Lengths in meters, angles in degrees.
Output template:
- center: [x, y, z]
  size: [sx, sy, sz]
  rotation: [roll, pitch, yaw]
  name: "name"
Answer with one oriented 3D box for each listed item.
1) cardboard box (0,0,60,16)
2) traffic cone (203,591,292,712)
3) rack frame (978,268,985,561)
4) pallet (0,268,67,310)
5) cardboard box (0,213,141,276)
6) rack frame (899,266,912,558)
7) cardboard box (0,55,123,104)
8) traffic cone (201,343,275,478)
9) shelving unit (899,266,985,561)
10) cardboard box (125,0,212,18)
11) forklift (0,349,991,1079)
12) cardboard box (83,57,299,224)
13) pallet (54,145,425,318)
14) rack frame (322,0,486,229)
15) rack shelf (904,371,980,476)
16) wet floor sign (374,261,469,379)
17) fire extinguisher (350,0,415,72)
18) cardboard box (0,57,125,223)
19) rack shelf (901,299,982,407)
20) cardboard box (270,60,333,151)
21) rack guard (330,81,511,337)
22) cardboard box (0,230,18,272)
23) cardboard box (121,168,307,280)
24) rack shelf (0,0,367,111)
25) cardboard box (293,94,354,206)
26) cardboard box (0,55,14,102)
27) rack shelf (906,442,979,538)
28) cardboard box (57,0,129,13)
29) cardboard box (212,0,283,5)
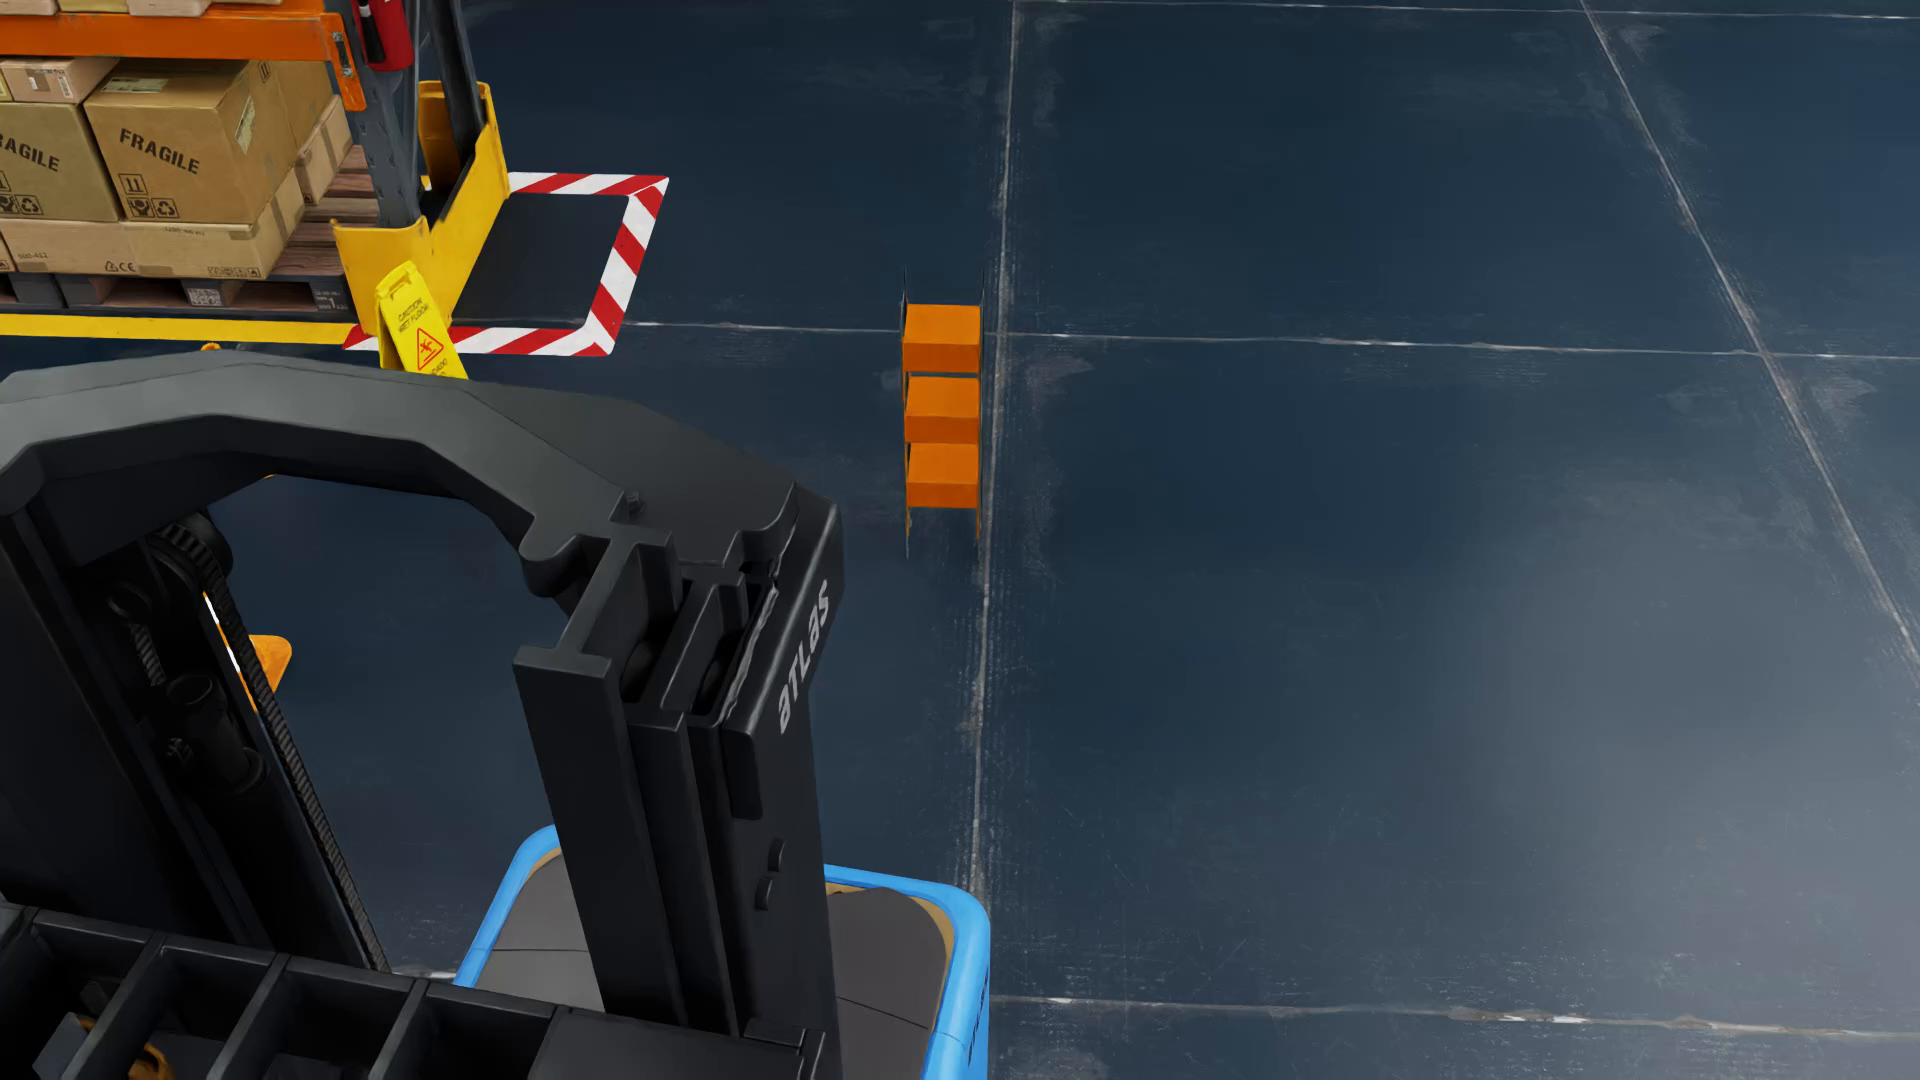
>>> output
- center: [-3.277, -2.014, 5.895]
  size: [0.250, 0.149, 0.380]
  rotation: [2, 43, 3]
  name: "cardboard box"
- center: [-2.320, 0.262, 5.129]
  size: [0.334, 0.463, 0.336]
  rotation: [2, 43, 2]
  name: "traffic cone"
- center: [0.068, -0.382, 5.390]
  size: [0.008, 1.050, 0.200]
  rotation: [2, 43, 2]
  name: "rack frame"
- center: [-4.224, -1.368, 7.064]
  size: [1.213, 0.211, 1.003]
  rotation: [2, 43, 2]
  name: "pallet"
- center: [-3.459, -1.308, 6.663]
  size: [0.500, 0.250, 0.500]
  rotation: [2, 43, 2]
  name: "cardboard box"
- center: [-0.175, -0.390, 5.398]
  size: [0.008, 1.050, 0.200]
  rotation: [2, 43, 2]
  name: "rack frame"
- center: [-3.304, -1.770, 6.132]
  size: [0.250, 0.149, 0.380]
  rotation: [3, 43, 3]
  name: "cardboard box"
- center: [-2.610, -0.504, 5.952]
  size: [0.334, 0.463, 0.336]
  rotation: [2, 43, 2]
  name: "traffic cone"
- center: [-0.053, -0.386, 5.394]
  size: [0.252, 1.050, 0.215]
  rotation: [2, 43, 2]
  name: "shelving unit"
- center: [-2.764, -2.004, 5.885]
  size: [0.250, 0.149, 0.380]
  rotation: [1, 43, 1]
  name: "cardboard box"
- center: [-0.719, 1.353, 2.147]
  size: [1.130, 2.935, 3.031]
  rotation: [8, 44, 8]
  name: "forklift"
- center: [-2.934, -1.567, 6.390]
  size: [0.500, 0.500, 0.500]
  rotation: [2, 43, 2]
  name: "cardboard box"
- center: [-3.008, -1.329, 7.021]
  size: [1.213, 0.211, 1.003]
  rotation: [2, 43, 2]
  name: "pallet"
- center: [-2.122, -2.298, 6.016]
  size: [0.127, 3.000, 1.000]
  rotation: [2, 43, 2]
  name: "rack frame"
- center: [-0.053, -0.378, 5.401]
  size: [0.240, 0.259, 0.215]
  rotation: [2, 43, 2]
  name: "rack shelf"
- center: [-1.981, -0.702, 6.030]
  size: [0.232, 0.644, 0.267]
  rotation: [16, 45, 16]
  name: "wet floor sign"
- center: [-2.029, -1.952, 5.702]
  size: [0.183, 0.674, 0.296]
  rotation: [2, 43, 2]
  name: "fire extinguisher"
- center: [-3.456, -1.580, 6.405]
  size: [0.500, 0.500, 0.500]
  rotation: [3, 43, 3]
  name: "cardboard box"
- center: [-0.053, -0.586, 5.208]
  size: [0.240, 0.259, 0.215]
  rotation: [2, 43, 2]
  name: "rack shelf"
- center: [-2.939, -1.933, 6.783]
  size: [0.500, 0.500, 0.500]
  rotation: [0, 43, 0]
  name: "cardboard box"
- center: [-2.198, -1.385, 6.870]
  size: [0.348, 0.500, 1.175]
  rotation: [2, 43, 2]
  name: "rack guard"
- center: [-3.982, -1.320, 6.676]
  size: [0.500, 0.250, 0.500]
  rotation: [0, 43, 0]
  name: "cardboard box"
- center: [-2.966, -1.288, 6.641]
  size: [0.500, 0.250, 0.500]
  rotation: [2, 43, 2]
  name: "cardboard box"
- center: [-4.120, -2.096, 6.327]
  size: [4.000, 0.370, 1.077]
  rotation: [2, 43, 2]
  name: "rack shelf"
- center: [-2.916, -1.658, 7.039]
  size: [0.500, 0.250, 0.500]
  rotation: [1, 43, 2]
  name: "cardboard box"
- center: [-3.555, -1.779, 6.143]
  size: [0.250, 0.149, 0.380]
  rotation: [2, 43, 3]
  name: "cardboard box"
- center: [-0.053, -0.175, 5.591]
  size: [0.240, 0.259, 0.215]
  rotation: [2, 43, 2]
  name: "rack shelf"
- center: [-3.019, -2.026, 5.909]
  size: [0.250, 0.149, 0.380]
  rotation: [1, 43, 1]
  name: "cardboard box"
- center: [-2.506, -2.072, 5.957]
  size: [0.250, 0.149, 0.380]
  rotation: [3, 43, 3]
  name: "cardboard box"
